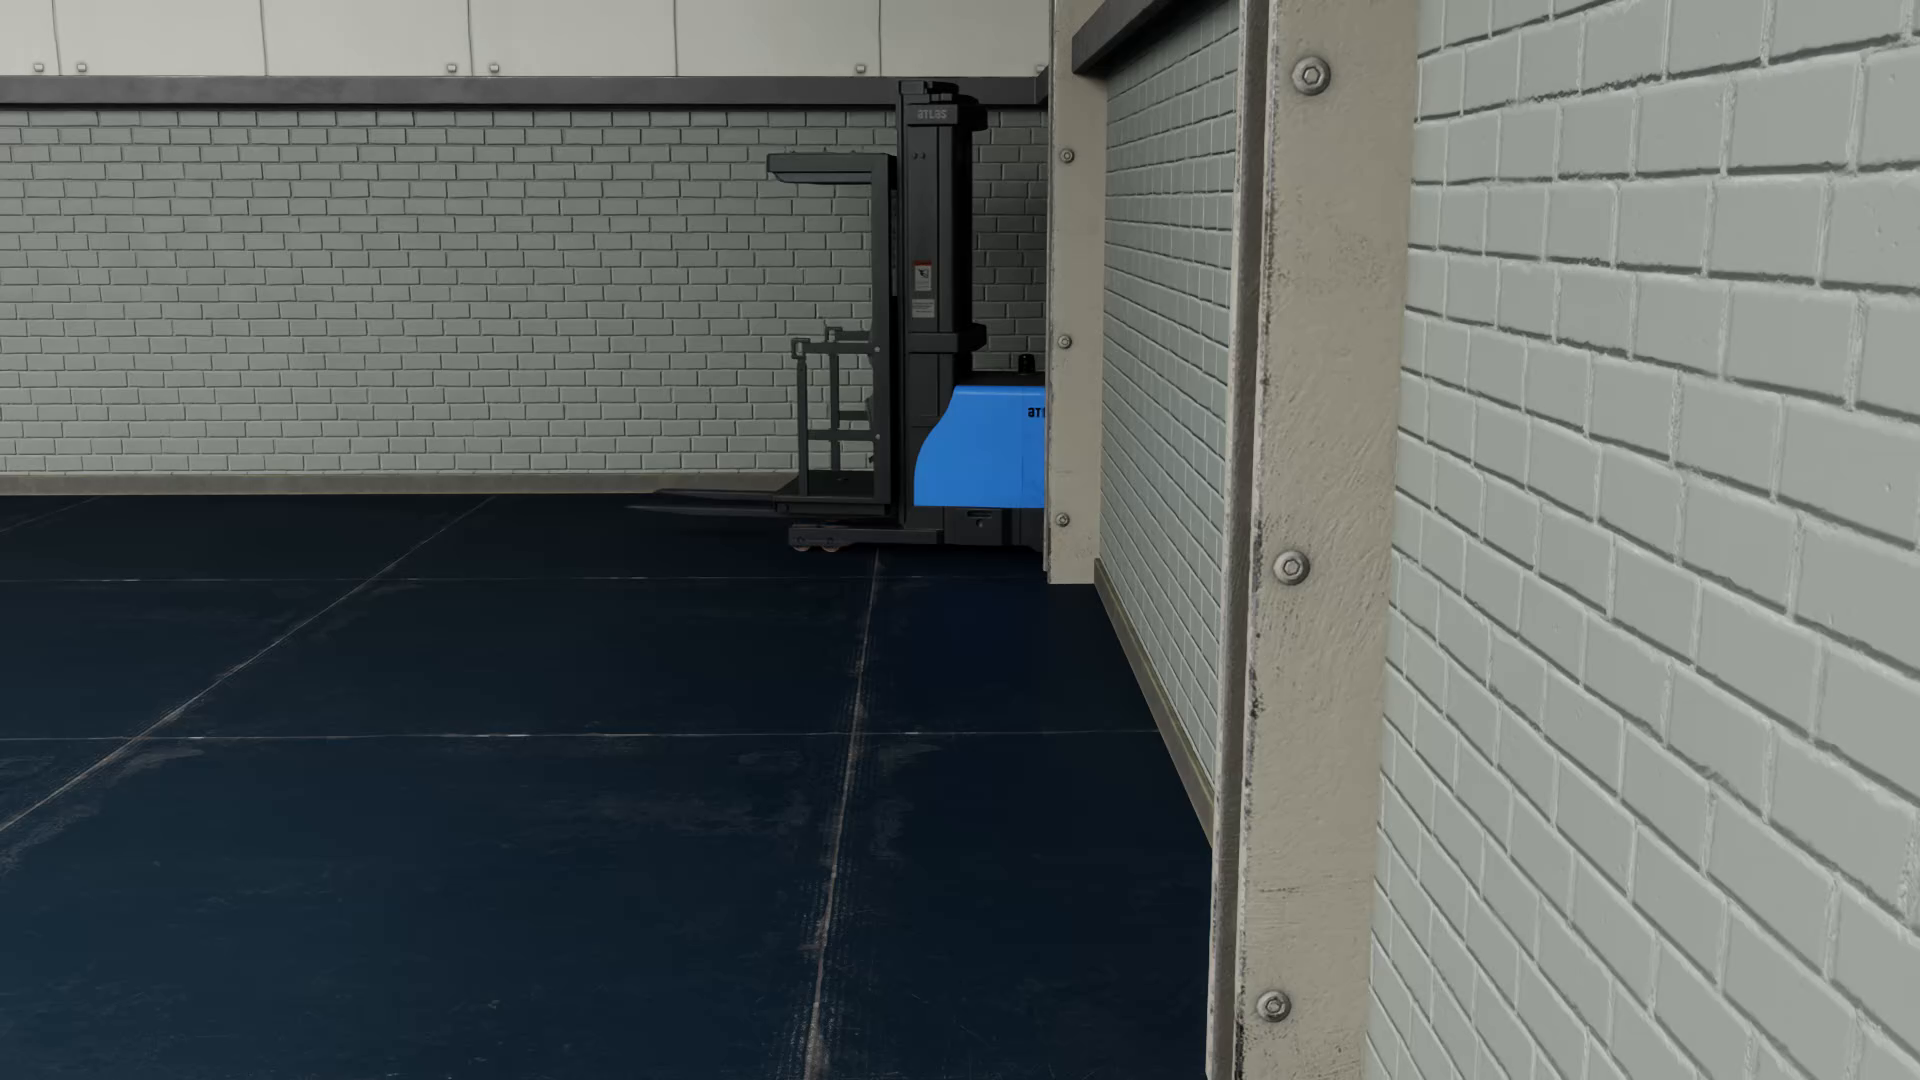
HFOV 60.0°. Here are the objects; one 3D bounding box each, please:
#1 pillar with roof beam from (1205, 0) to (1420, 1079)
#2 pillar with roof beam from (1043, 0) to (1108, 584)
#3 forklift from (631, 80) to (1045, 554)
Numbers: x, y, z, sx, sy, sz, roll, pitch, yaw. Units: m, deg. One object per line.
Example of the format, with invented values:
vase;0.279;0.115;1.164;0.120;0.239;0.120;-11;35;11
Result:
pillar with roof beam;-3.511;-2.983;3.130;9.100;9.000;0.400;0;11;-1
pillar with roof beam;-3.635;-4.176;9.009;9.100;9.000;0.400;0;11;-1
forklift;-0.665;-1.472;10.942;3.031;2.935;1.130;2;12;11
